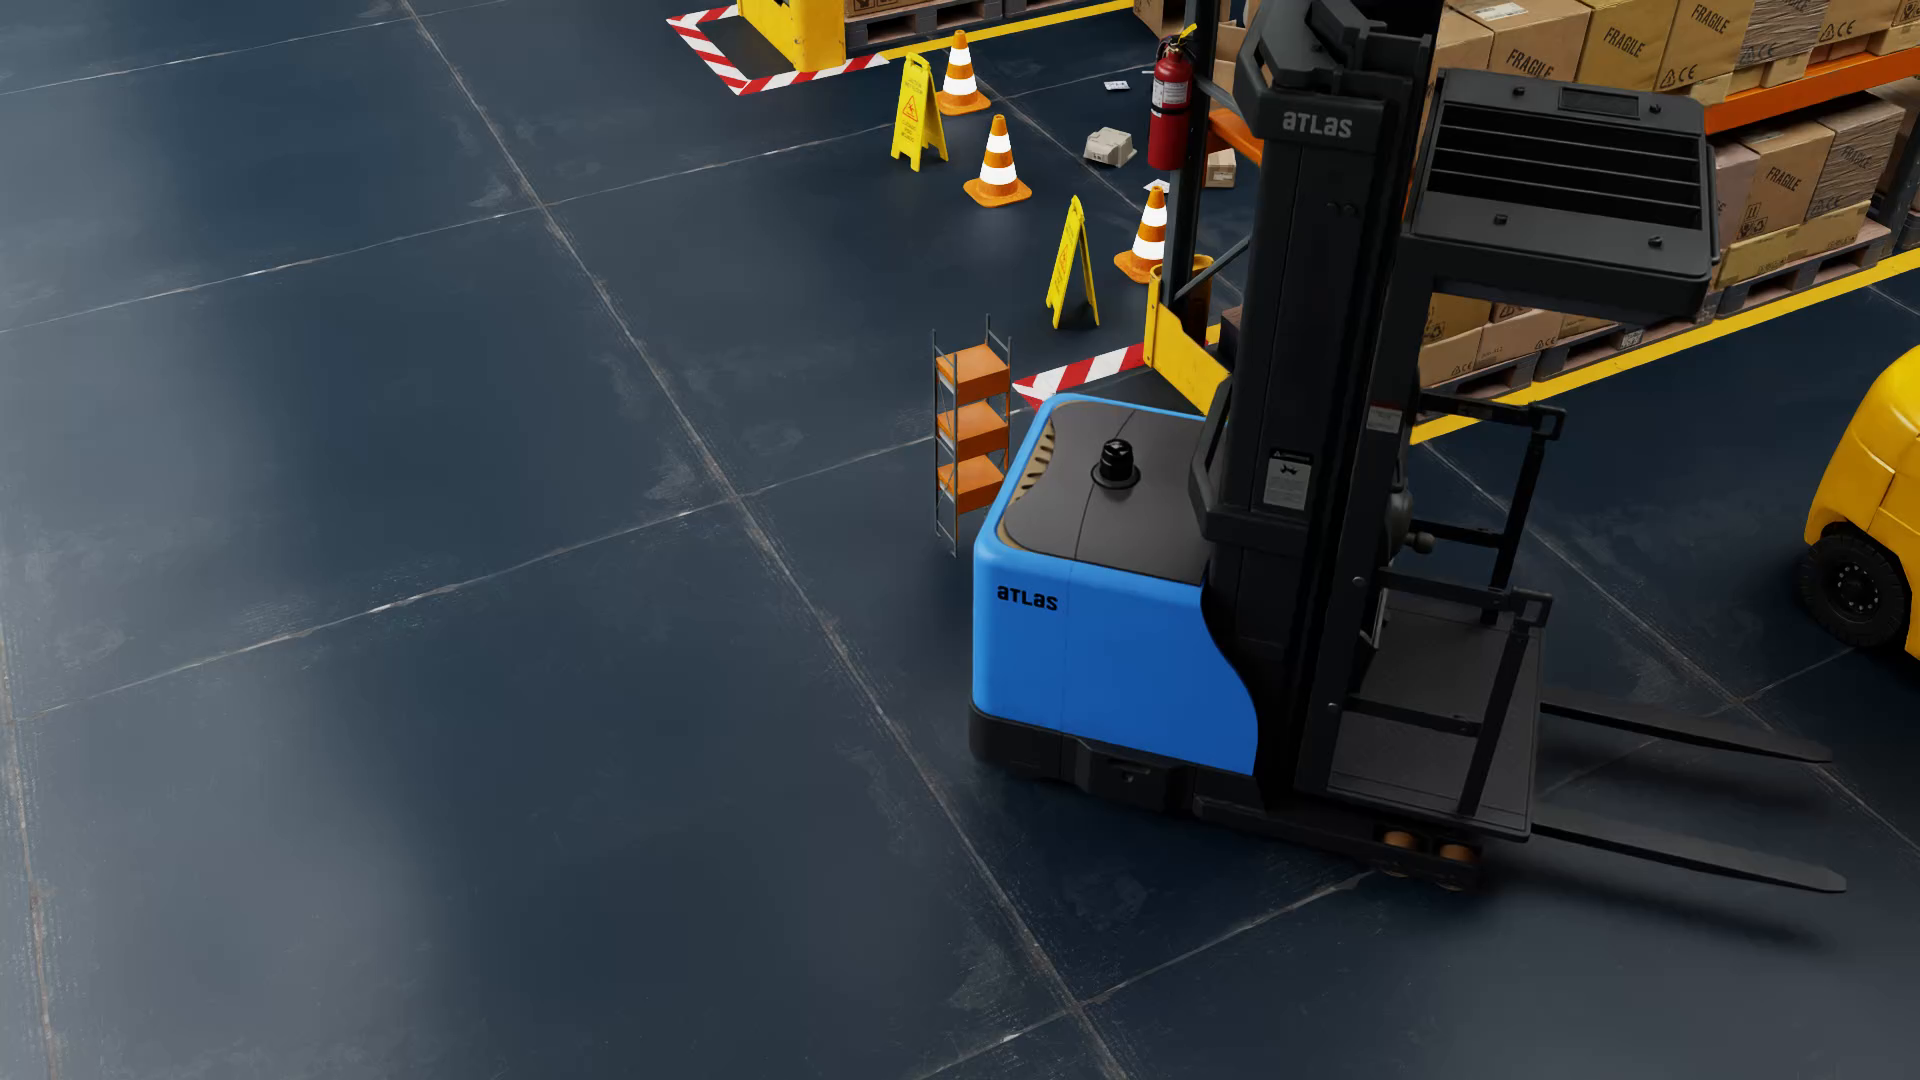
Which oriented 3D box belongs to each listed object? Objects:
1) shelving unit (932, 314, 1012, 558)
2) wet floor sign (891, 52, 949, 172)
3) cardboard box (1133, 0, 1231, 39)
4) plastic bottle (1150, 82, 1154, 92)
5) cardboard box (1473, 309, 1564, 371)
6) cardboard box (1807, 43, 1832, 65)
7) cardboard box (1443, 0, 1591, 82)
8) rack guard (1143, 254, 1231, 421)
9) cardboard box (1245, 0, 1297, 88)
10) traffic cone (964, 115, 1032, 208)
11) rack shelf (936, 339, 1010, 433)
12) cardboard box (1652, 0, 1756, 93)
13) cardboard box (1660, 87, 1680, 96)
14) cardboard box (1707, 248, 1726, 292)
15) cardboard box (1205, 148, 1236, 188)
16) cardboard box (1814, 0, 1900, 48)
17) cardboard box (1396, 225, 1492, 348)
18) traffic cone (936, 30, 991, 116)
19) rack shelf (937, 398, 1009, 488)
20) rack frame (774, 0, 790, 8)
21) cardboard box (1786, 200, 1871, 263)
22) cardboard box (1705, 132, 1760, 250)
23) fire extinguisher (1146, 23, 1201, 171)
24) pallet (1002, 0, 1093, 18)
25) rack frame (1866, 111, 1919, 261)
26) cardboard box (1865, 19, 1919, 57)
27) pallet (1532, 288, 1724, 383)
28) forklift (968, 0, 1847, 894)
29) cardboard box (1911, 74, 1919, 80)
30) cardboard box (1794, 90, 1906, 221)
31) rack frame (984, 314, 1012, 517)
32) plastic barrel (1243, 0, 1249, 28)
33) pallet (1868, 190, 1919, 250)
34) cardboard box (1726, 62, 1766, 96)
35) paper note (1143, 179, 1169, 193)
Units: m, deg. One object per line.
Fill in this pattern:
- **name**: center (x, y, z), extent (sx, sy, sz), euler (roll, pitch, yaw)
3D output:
- **shelving unit**: center (0.047, -0.417, 6.930), extent (0.252, 1.050, 0.215), euler (-19, 44, -21)
- **wet floor sign**: center (-0.240, -2.530, 9.739), extent (0.232, 0.644, 0.267), euler (-26, 47, -28)
- **cardboard box**: center (1.516, -3.761, 11.304), extent (0.500, 0.500, 0.500), euler (-12, 42, -13)
- **plastic bottle**: center (1.357, -2.931, 10.665), extent (0.133, 0.061, 0.283), euler (31, 49, 31)
- **cardboard box**: center (2.546, -1.107, 8.039), extent (0.500, 0.250, 0.500), euler (-17, 43, -19)
- **cardboard box**: center (3.938, -2.415, 7.976), extent (0.250, 0.149, 0.380), euler (-19, 44, -21)
- **cardboard box**: center (2.253, -2.056, 7.050), extent (0.500, 0.500, 0.500), euler (-17, 43, -19)
- **rack guard**: center (1.314, -0.834, 7.848), extent (0.348, 0.500, 1.175), euler (-19, 44, -21)
- **cardboard box**: center (1.601, -2.237, 7.263), extent (0.500, 0.500, 0.500), euler (-19, 44, -21)
- **traffic cone**: center (0.218, -2.199, 9.490), extent (0.334, 0.463, 0.336), euler (-19, 44, -21)
- **rack shelf**: center (0.047, -0.625, 6.753), extent (0.240, 0.259, 0.215), euler (-19, 44, -21)
- **cardboard box**: center (3.152, -2.365, 7.415), extent (0.500, 0.500, 0.500), euler (-19, 44, -22)
- **cardboard box**: center (3.048, -2.089, 7.591), extent (0.250, 0.149, 0.380), euler (-20, 44, -22)
- **cardboard box**: center (3.474, -1.426, 8.416), extent (0.500, 0.250, 0.500), euler (-18, 43, -20)
- **cardboard box**: center (1.476, -2.226, 9.764), extent (0.250, 0.149, 0.380), euler (2, 40, 2)
- **cardboard box**: center (4.062, -2.678, 7.785), extent (0.500, 0.500, 0.500), euler (-17, 43, -19)
- **cardboard box**: center (2.111, -1.252, 7.630), extent (0.500, 0.500, 0.500), euler (-20, 44, -22)
- **traffic cone**: center (-0.002, -2.948, 10.375), extent (0.334, 0.463, 0.336), euler (-19, 44, -21)
- **rack shelf**: center (0.047, -0.409, 6.937), extent (0.240, 0.259, 0.215), euler (-19, 44, -21)
- **rack frame**: center (-1.129, -4.572, 10.329), extent (0.127, 3.000, 1.000), euler (-19, 44, -21)
- **cardboard box**: center (4.394, -1.740, 8.787), extent (0.500, 0.250, 0.500), euler (-17, 43, -19)
- **cardboard box**: center (3.492, -1.720, 8.183), extent (0.500, 0.500, 0.500), euler (-16, 43, -18)
- **fire extinguisher**: center (0.933, -1.966, 7.311), extent (0.183, 0.674, 0.296), euler (-19, 44, -21)
- **pallet**: center (0.624, -4.152, 11.992), extent (1.213, 0.211, 1.003), euler (-19, 44, -21)
- **rack frame**: center (4.795, -2.959, 8.424), extent (0.127, 3.000, 1.000), euler (-19, 44, -21)
- **cardboard box**: center (4.432, -2.514, 8.093), extent (0.250, 0.149, 0.380), euler (-18, 43, -20)
- **pallet**: center (3.132, -1.308, 8.631), extent (1.213, 0.211, 1.003), euler (-19, 44, -21)
- **forklift**: center (1.607, -0.283, 5.316), extent (3.031, 2.935, 1.130), euler (12, 42, 13)
- **cardboard box**: center (5.895, -2.491, 9.580), extent (0.625, 0.372, 0.950), euler (-16, 43, -18)
- **cardboard box**: center (4.394, -2.026, 8.544), extent (0.500, 0.500, 0.500), euler (-19, 44, -21)
- **rack frame**: center (0.156, -0.453, 6.973), extent (0.008, 1.050, 0.200), euler (-19, 44, -21)
- **plastic barrel**: center (2.121, -3.565, 11.134), extent (0.421, 0.421, 0.512), euler (8, 41, 10)
- **pallet**: center (5.485, -2.128, 9.601), extent (1.213, 0.211, 1.003), euler (-19, 44, -21)
- **cardboard box**: center (3.510, -2.228, 7.755), extent (0.250, 0.149, 0.380), euler (-19, 44, -21)
- **paper note**: center (1.166, -2.055, 9.654), extent (0.148, 0.019, 0.142), euler (31, 49, 31)
